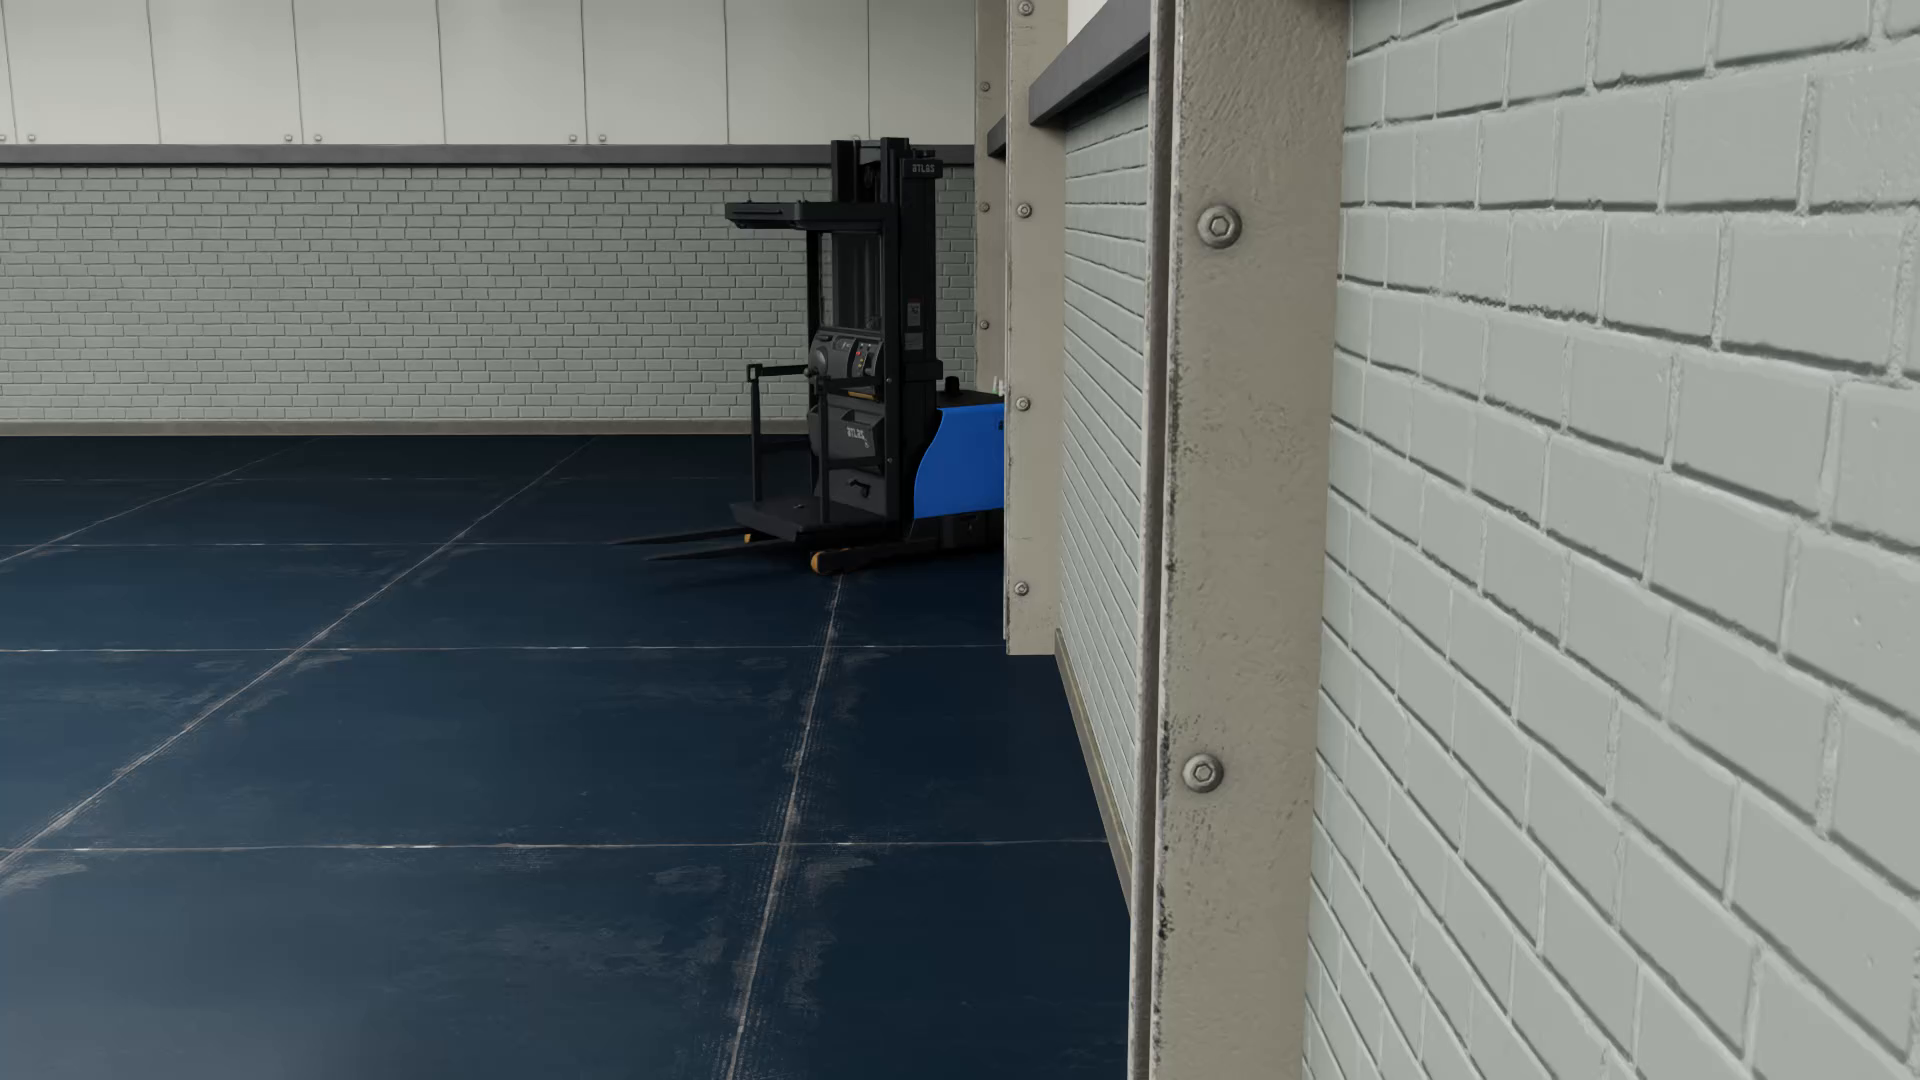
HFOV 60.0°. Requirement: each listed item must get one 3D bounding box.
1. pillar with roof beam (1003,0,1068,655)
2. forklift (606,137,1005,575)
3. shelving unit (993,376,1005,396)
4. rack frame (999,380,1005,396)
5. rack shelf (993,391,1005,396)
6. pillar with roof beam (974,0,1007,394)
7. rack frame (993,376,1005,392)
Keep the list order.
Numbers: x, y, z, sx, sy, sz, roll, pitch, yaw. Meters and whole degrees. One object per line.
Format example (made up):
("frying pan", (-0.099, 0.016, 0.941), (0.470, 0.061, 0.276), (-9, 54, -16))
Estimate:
("pillar with roof beam", (-3.891, -3.786, 8.587), (9.100, 9.000, 0.400), (0, 11, -1))
("forklift", (-0.980, -1.315, 11.667), (3.031, 2.935, 1.130), (-8, 14, -34))
("shelving unit", (0.373, -0.622, 12.612), (0.258, 1.200, 0.503), (2, 9, -4))
("rack frame", (0.389, -0.583, 12.372), (0.240, 1.200, 0.015), (2, 9, -4))
("rack shelf", (0.389, -1.032, 12.547), (0.258, 0.148, 0.480), (2, 9, -4))
("pillar with roof beam", (-4.015, -4.979, 14.466), (9.100, 9.000, 0.400), (0, 11, -1))
("rack frame", (0.358, -0.661, 12.853), (0.240, 1.200, 0.015), (2, 9, -4))
